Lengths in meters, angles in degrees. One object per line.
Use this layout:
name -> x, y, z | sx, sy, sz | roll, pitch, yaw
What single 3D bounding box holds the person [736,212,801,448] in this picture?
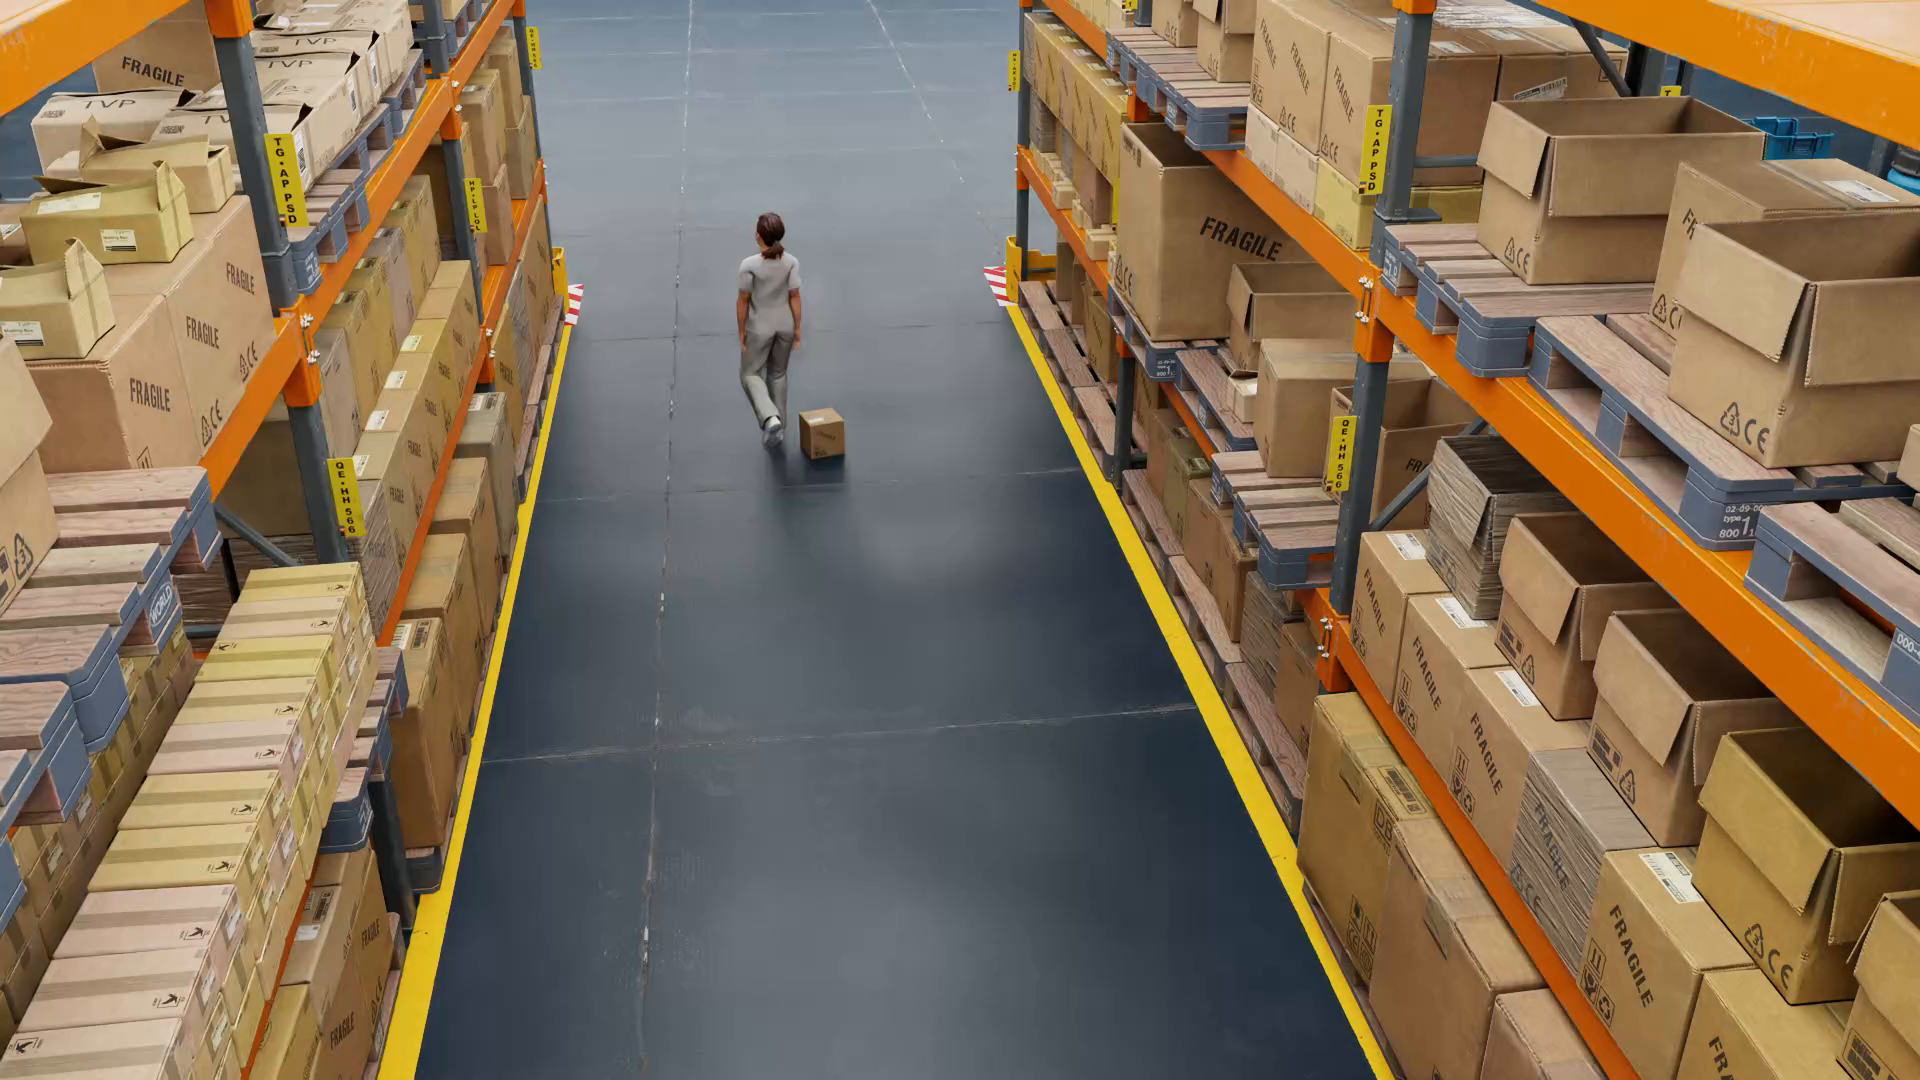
person -> -1.289, -1.416, 11.338 | 0.447, 1.649, 0.665 | -11, 29, -20
